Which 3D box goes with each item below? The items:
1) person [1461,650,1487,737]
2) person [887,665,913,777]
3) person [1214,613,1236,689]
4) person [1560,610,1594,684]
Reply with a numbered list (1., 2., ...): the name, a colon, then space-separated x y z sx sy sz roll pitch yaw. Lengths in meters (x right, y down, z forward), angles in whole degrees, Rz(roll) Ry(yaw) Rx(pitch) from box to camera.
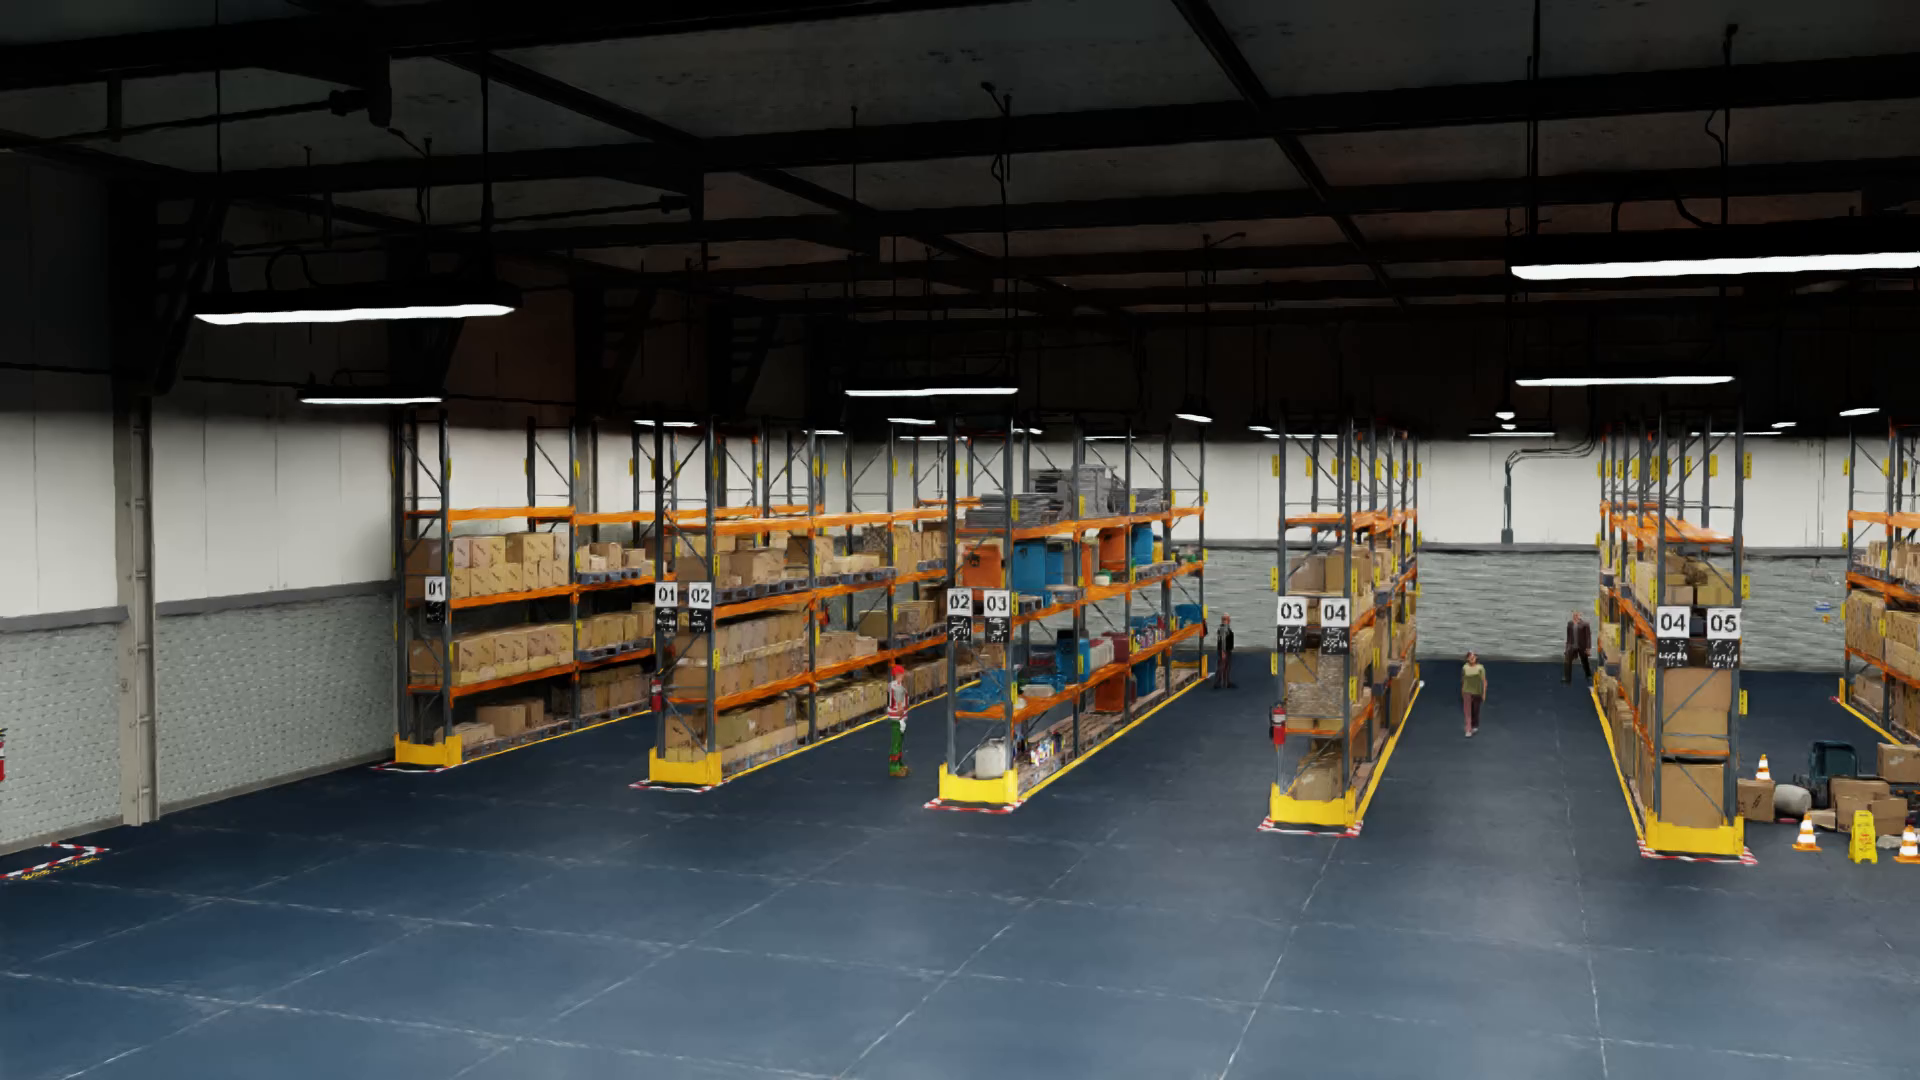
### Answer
1. person: 9.625 2.854 31.153 0.455 1.612 1.019 1 3 17
2. person: -0.964 2.926 27.134 0.442 1.792 0.606 -1 2 -12
3. person: 6.039 2.514 37.875 0.496 1.718 0.703 1 3 13
4. person: 14.421 2.482 38.780 0.636 1.724 1.045 2 3 40
